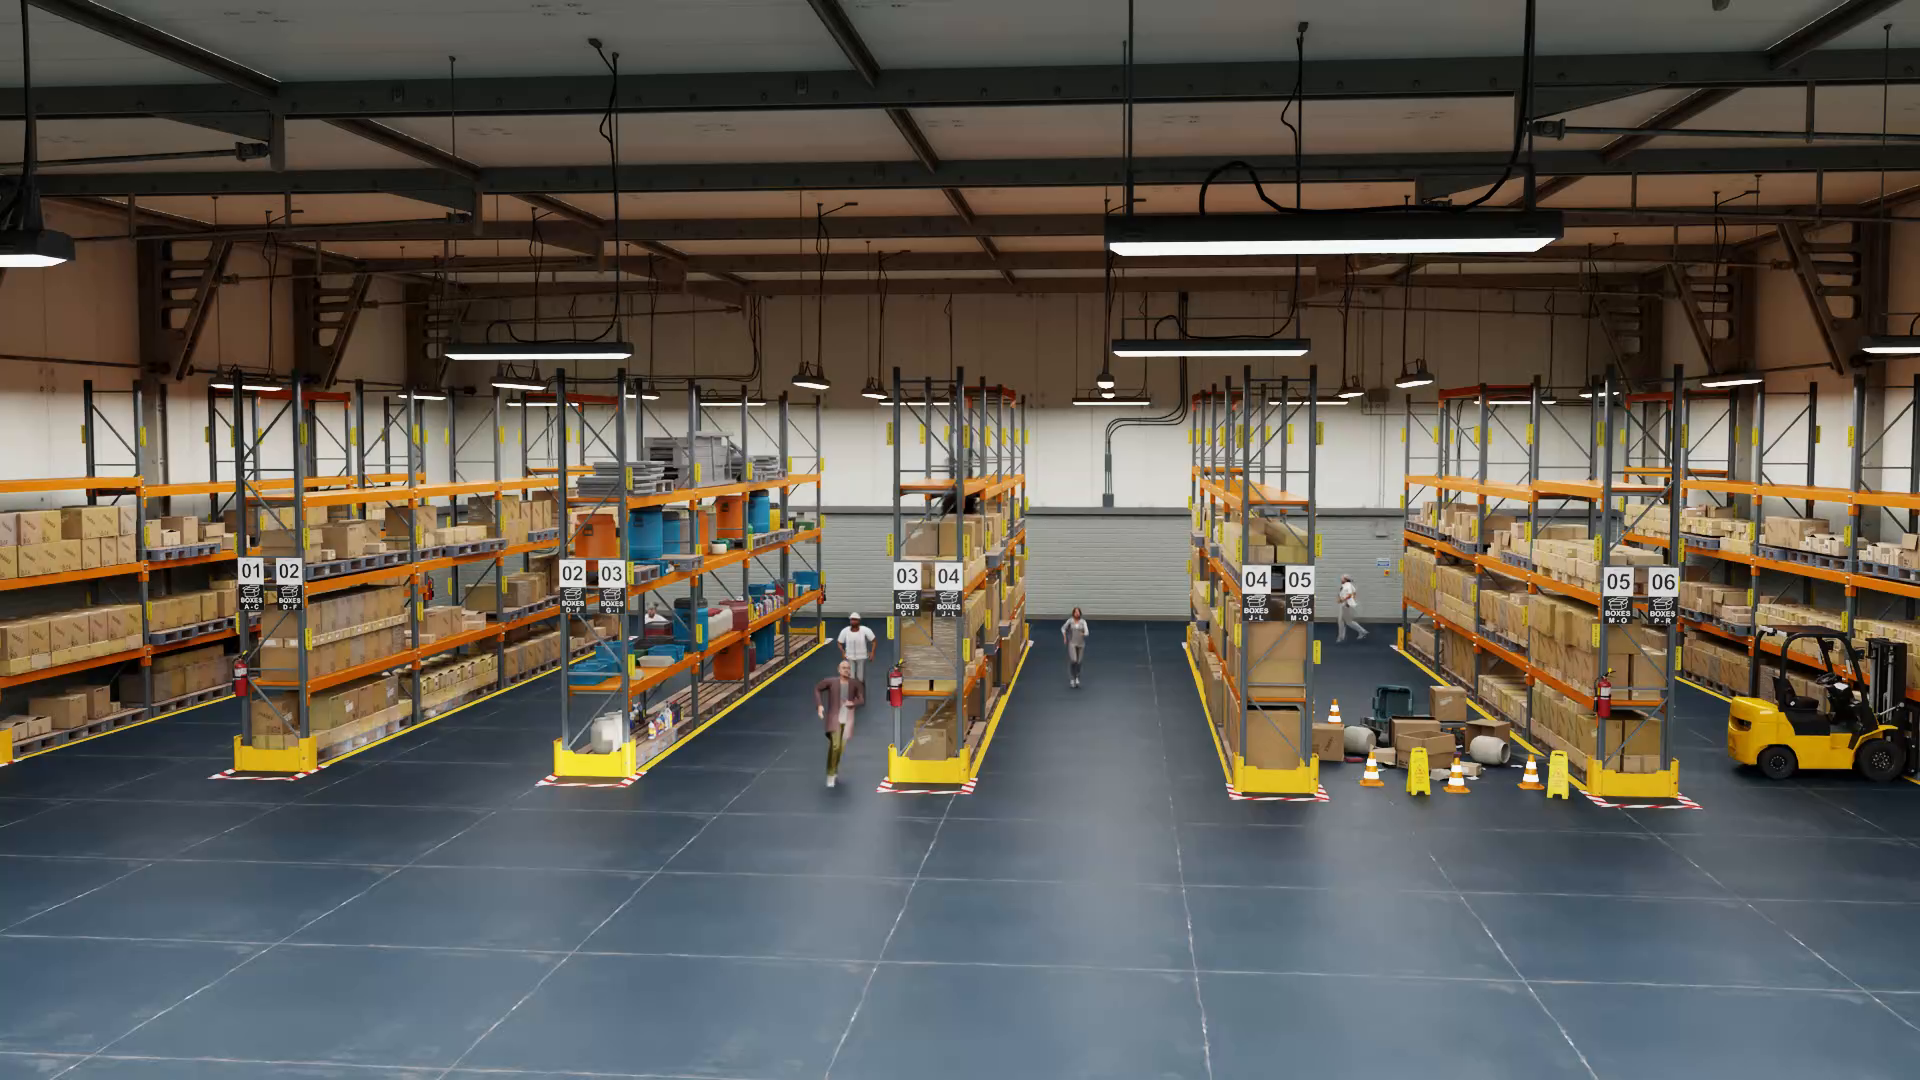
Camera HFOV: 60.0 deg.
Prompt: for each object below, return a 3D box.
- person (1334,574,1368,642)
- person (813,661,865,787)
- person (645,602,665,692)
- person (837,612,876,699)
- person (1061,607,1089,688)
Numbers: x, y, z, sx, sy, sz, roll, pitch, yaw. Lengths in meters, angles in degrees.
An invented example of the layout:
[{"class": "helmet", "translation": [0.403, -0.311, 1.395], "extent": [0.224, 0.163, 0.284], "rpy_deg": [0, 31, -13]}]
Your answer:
[{"class": "person", "translation": [9.498, 1.667, 40.429], "extent": [0.797, 1.693, 0.603], "rpy_deg": [1, 4, 13]}, {"class": "person", "translation": [-1.738, 2.652, 24.090], "extent": [0.681, 1.823, 0.740], "rpy_deg": [-1, 4, -21]}, {"class": "person", "translation": [-6.052, 2.109, 32.788], "extent": [0.573, 1.826, 0.867], "rpy_deg": [0, 4, -1]}, {"class": "person", "translation": [-1.941, 2.209, 31.140], "extent": [0.736, 1.722, 0.605], "rpy_deg": [0, 4, 2]}, {"class": "person", "translation": [2.312, 2.141, 33.184], "extent": [0.503, 1.617, 0.682], "rpy_deg": [0, 4, -7]}]
